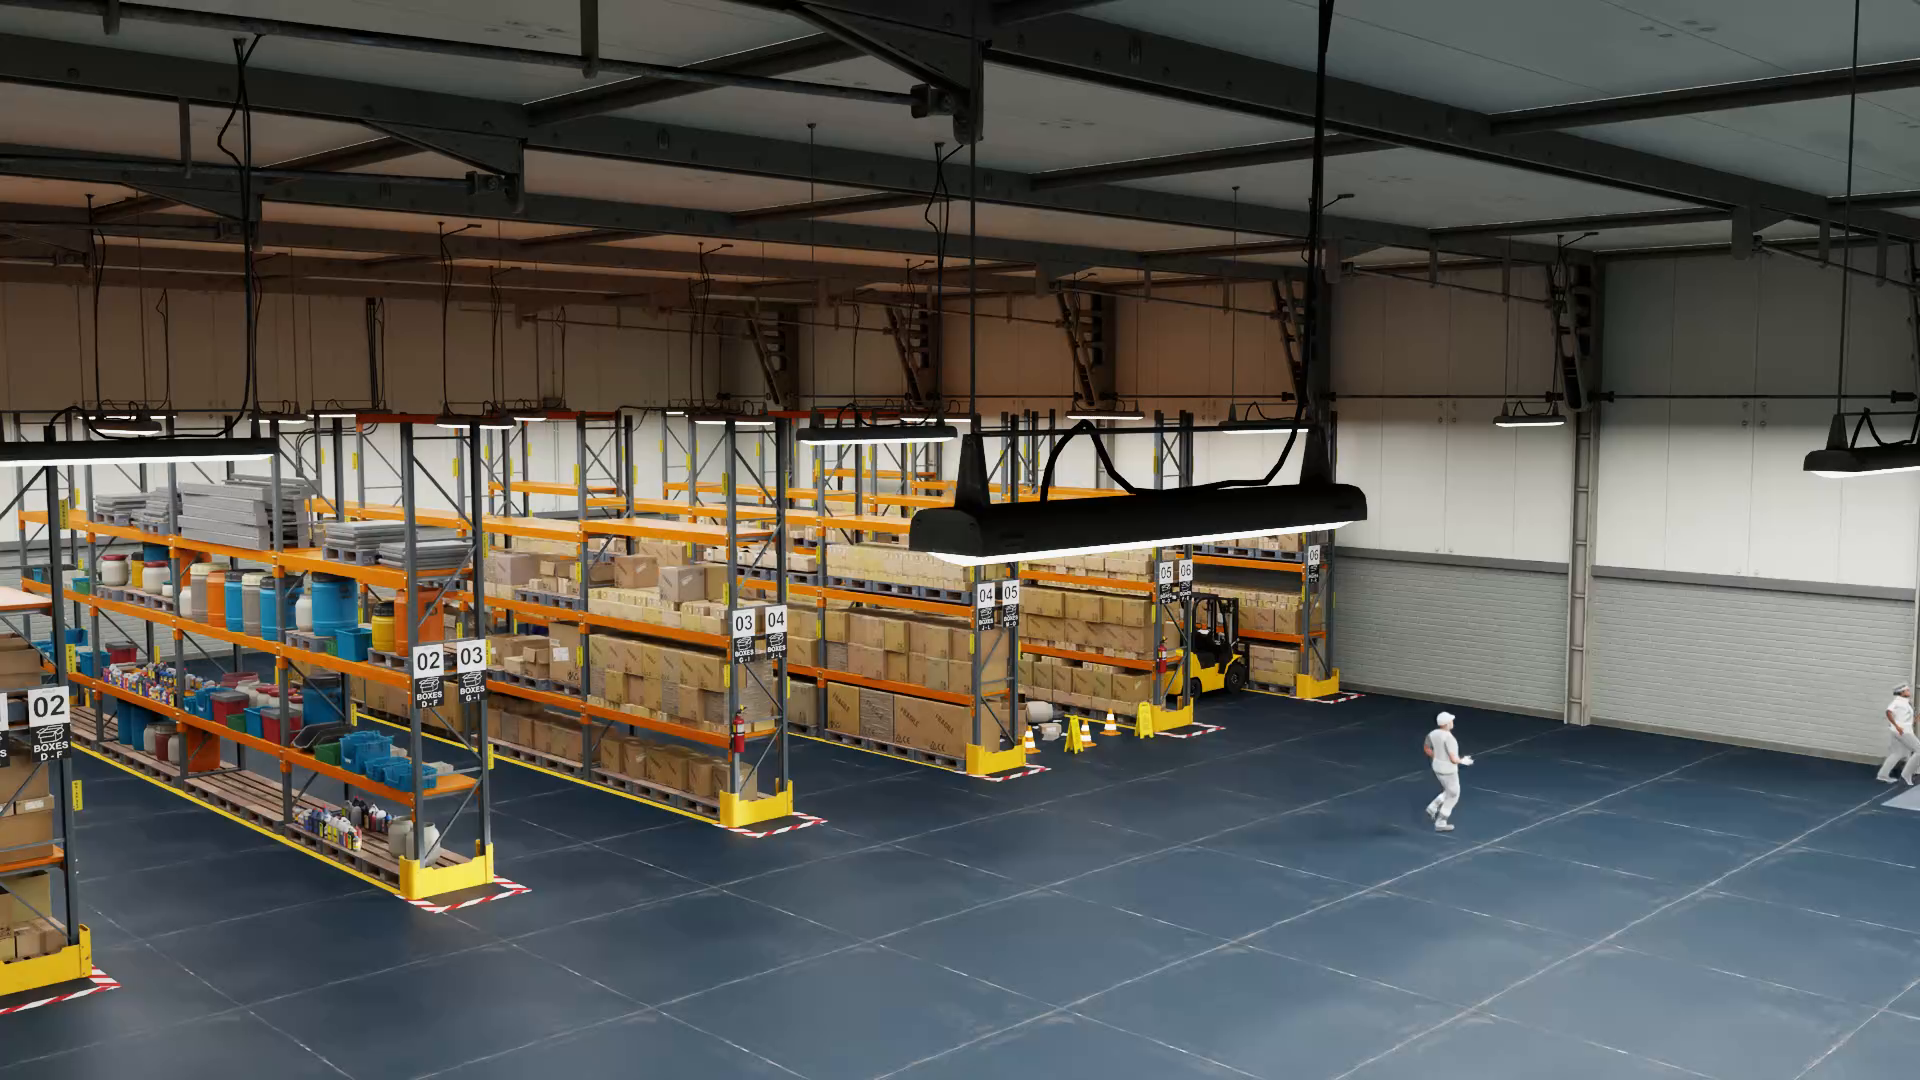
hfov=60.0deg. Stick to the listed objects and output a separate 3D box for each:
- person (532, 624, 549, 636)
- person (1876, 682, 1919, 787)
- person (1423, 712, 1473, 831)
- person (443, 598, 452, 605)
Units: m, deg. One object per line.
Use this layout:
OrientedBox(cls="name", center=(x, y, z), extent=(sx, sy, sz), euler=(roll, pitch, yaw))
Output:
OrientedBox(cls="person", center=(-10.405, 1.956, 41.547), extent=(0.623, 1.632, 0.721), euler=(5, 7, 42))
OrientedBox(cls="person", center=(15.322, 3.156, 27.056), extent=(0.654, 1.717, 0.576), euler=(1, 5, 16))
OrientedBox(cls="person", center=(7.092, 3.357, 24.178), extent=(0.598, 1.740, 0.648), euler=(-1, 5, -14))
OrientedBox(cls="person", center=(-11.937, 2.132, 38.537), extent=(0.782, 1.726, 0.837), euler=(0, 5, 0))
